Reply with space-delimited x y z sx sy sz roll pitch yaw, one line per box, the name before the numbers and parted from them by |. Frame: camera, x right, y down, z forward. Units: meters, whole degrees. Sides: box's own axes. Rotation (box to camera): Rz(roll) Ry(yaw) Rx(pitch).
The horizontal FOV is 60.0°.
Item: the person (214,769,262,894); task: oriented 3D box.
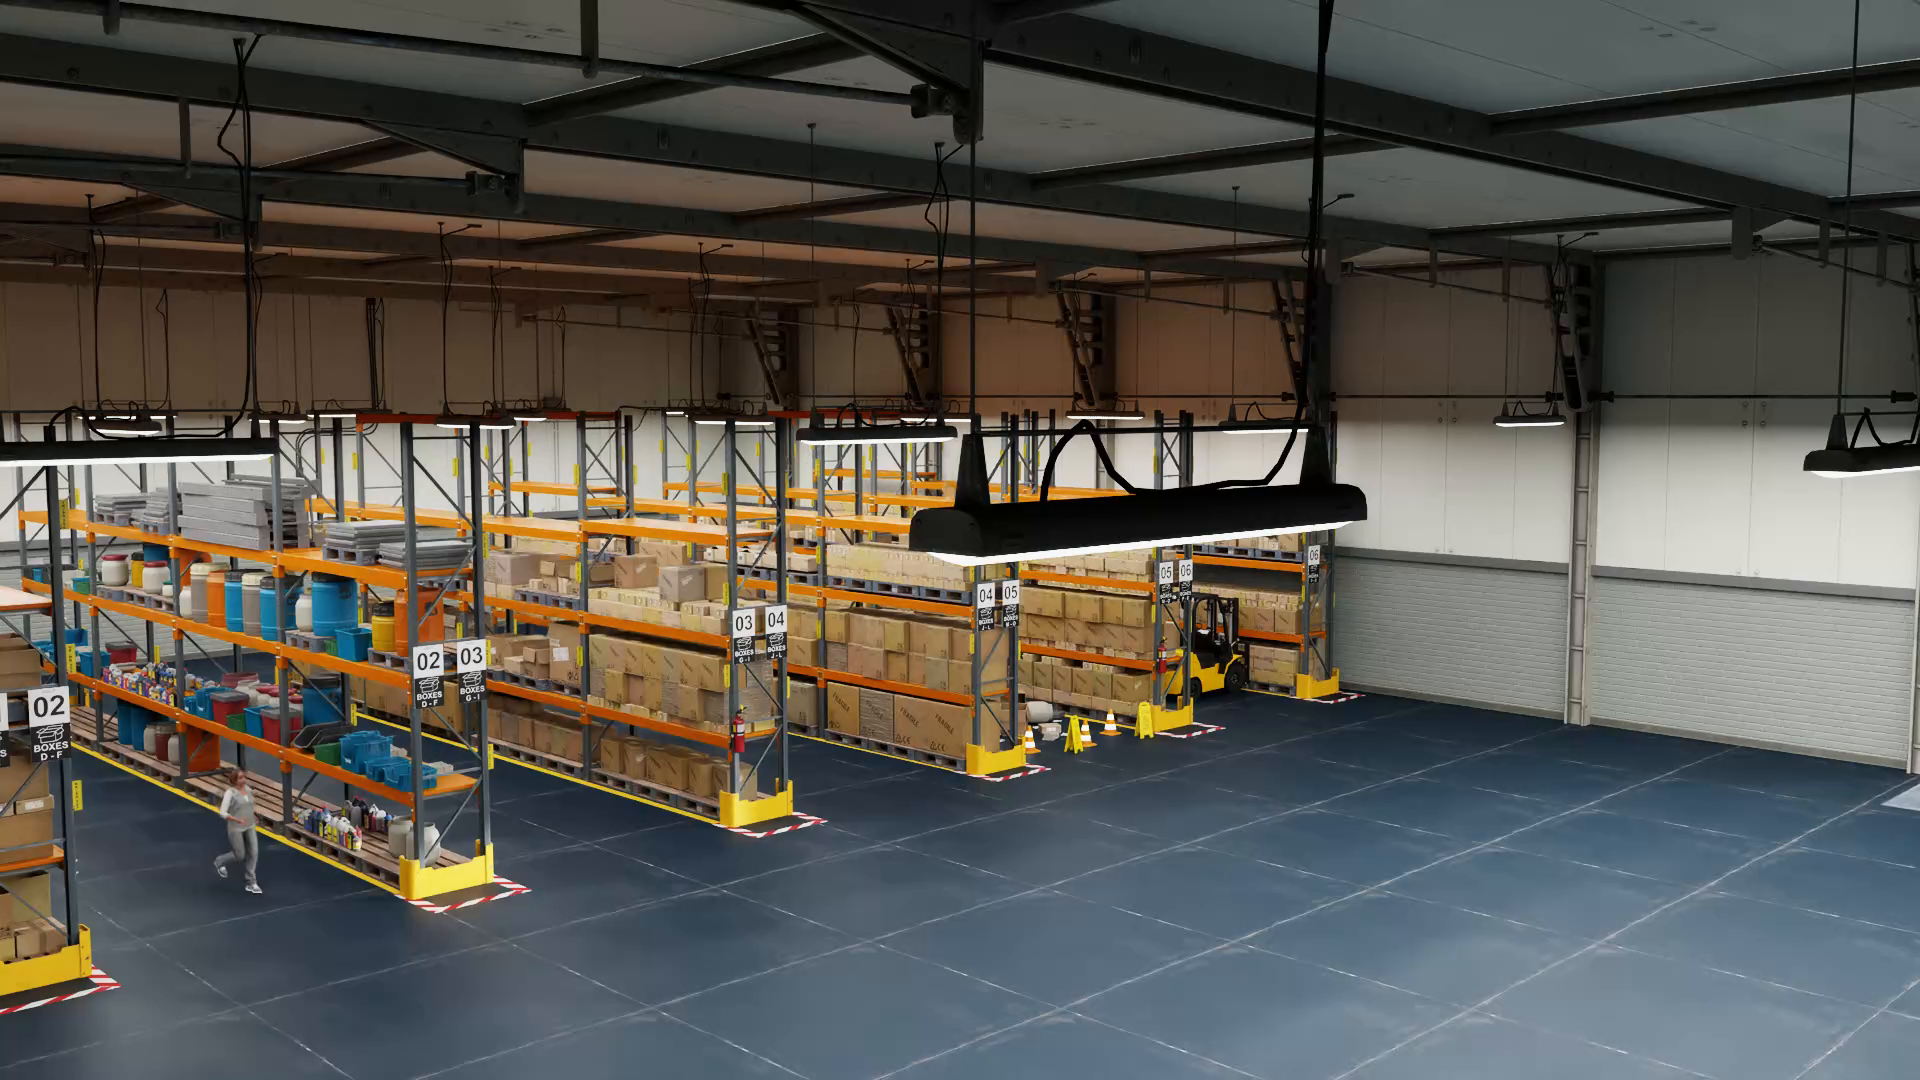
person | -9.223 3.703 21.270 0.779 1.585 0.537 3 6 27
